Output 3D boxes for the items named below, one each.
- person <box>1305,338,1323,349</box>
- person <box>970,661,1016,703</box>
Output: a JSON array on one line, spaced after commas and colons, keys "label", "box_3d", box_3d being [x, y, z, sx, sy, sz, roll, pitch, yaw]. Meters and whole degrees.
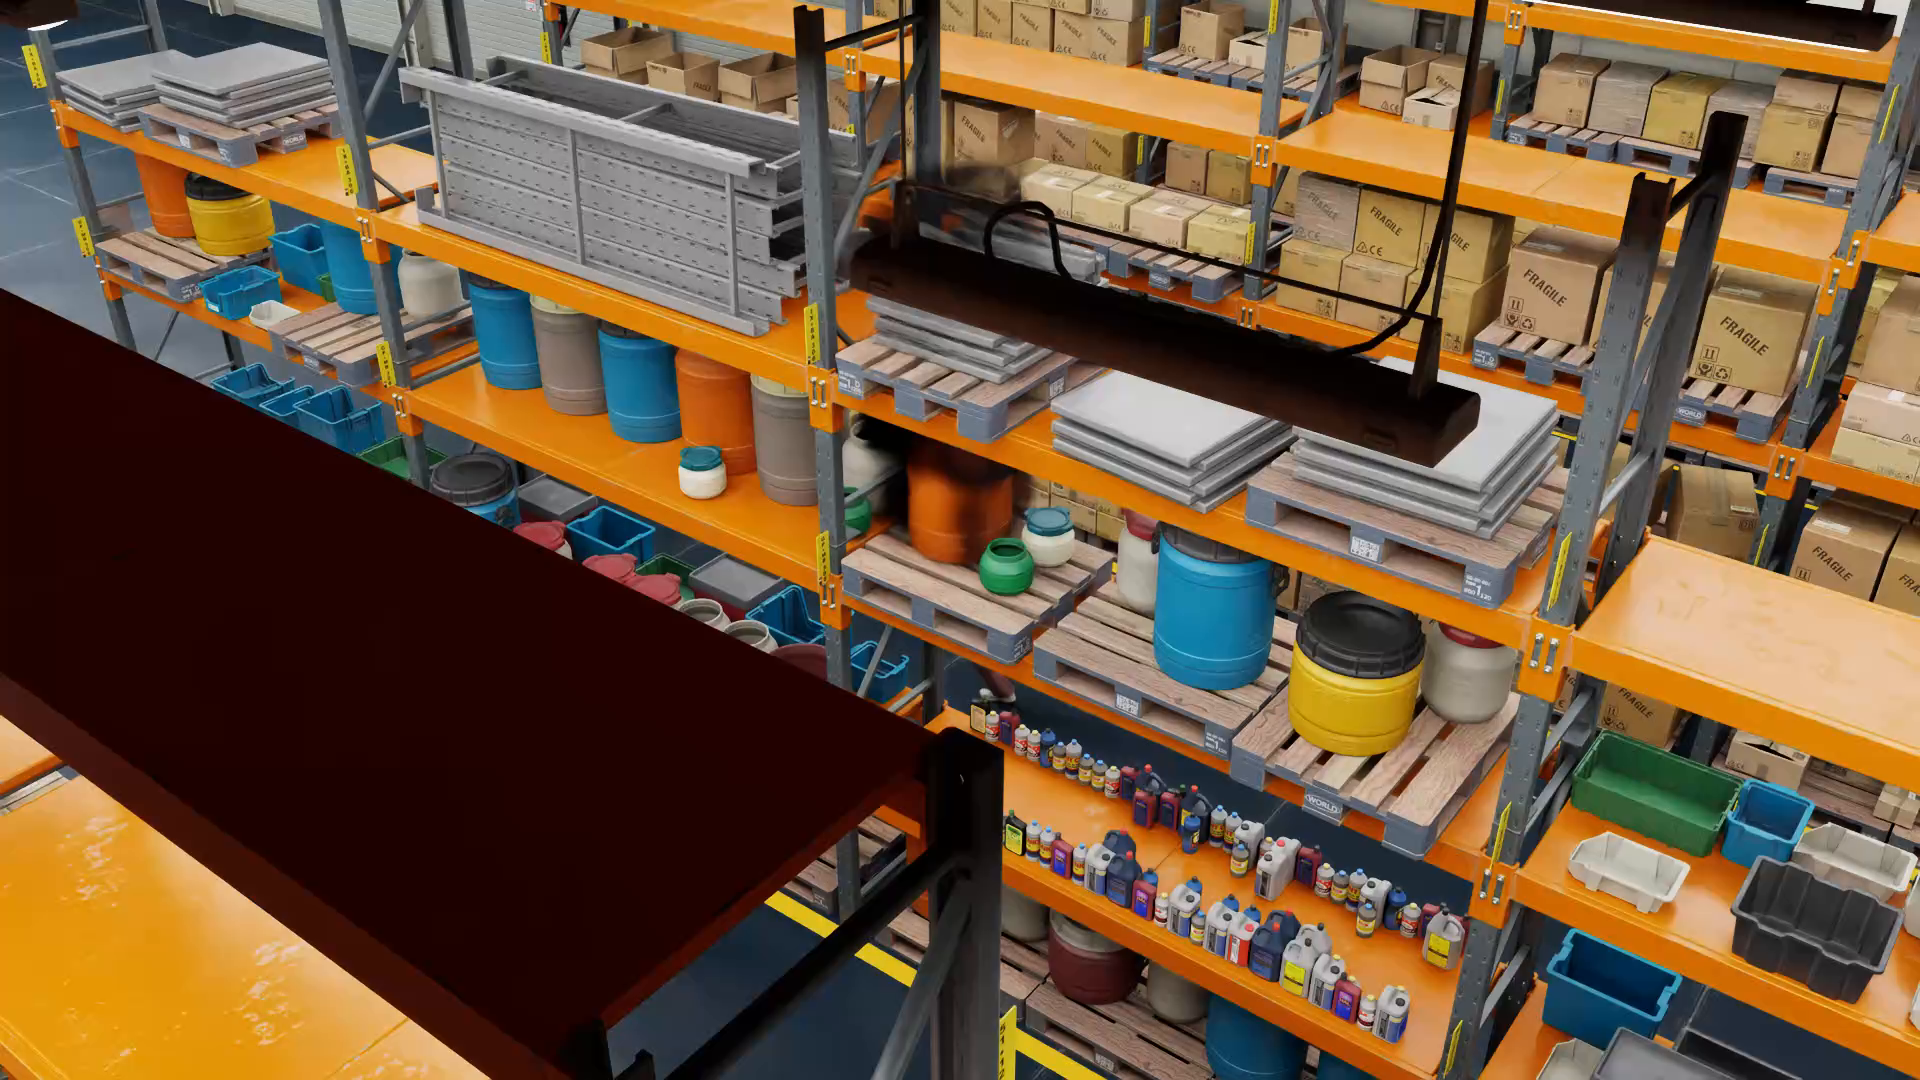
[{"label": "person", "box_3d": [3.370, -1.166, 15.547, 0.797, 1.700, 0.689, 10, 33, 16]}, {"label": "person", "box_3d": [0.119, 0.562, 12.839, 0.671, 1.598, 0.585, 11, 33, 17]}]
